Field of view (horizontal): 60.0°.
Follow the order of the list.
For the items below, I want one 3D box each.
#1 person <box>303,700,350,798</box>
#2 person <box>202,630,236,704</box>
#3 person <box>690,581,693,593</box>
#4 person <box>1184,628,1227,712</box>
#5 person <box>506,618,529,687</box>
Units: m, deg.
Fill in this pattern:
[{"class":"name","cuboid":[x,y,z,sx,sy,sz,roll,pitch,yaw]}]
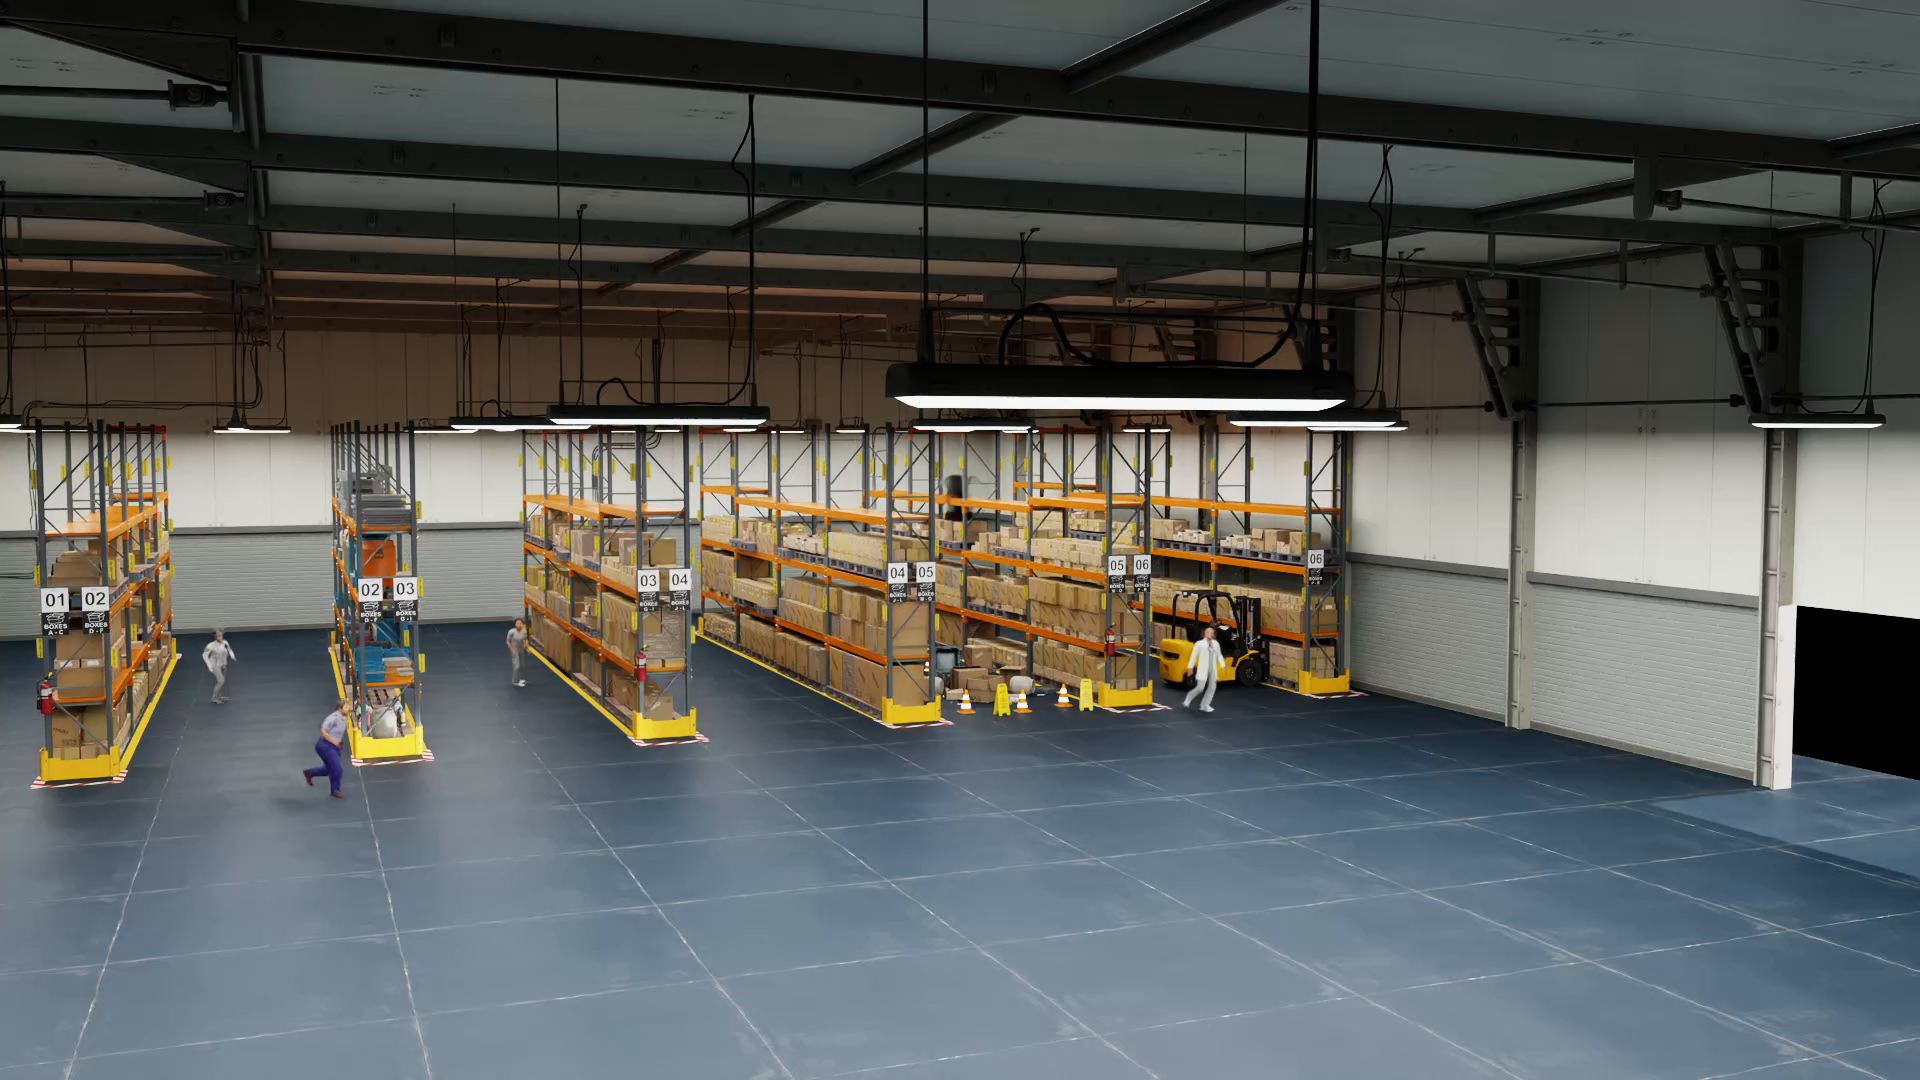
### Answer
[{"class":"person","cuboid":[-10.046,3.317,26.313,0.811,1.601,0.602,0,4,7]},{"class":"person","cuboid":[-15.879,2.709,35.722,0.753,1.614,0.633,1,4,22]},{"class":"person","cuboid":[-8.227,1.756,49.118,0.650,1.744,0.650,1,4,9]},{"class":"person","cuboid":[5.085,2.723,34.597,0.743,1.671,0.731,-2,4,-25]},{"class":"person","cuboid":[-10.149,2.559,38.026,0.724,1.610,0.578,4,5,45]}]
